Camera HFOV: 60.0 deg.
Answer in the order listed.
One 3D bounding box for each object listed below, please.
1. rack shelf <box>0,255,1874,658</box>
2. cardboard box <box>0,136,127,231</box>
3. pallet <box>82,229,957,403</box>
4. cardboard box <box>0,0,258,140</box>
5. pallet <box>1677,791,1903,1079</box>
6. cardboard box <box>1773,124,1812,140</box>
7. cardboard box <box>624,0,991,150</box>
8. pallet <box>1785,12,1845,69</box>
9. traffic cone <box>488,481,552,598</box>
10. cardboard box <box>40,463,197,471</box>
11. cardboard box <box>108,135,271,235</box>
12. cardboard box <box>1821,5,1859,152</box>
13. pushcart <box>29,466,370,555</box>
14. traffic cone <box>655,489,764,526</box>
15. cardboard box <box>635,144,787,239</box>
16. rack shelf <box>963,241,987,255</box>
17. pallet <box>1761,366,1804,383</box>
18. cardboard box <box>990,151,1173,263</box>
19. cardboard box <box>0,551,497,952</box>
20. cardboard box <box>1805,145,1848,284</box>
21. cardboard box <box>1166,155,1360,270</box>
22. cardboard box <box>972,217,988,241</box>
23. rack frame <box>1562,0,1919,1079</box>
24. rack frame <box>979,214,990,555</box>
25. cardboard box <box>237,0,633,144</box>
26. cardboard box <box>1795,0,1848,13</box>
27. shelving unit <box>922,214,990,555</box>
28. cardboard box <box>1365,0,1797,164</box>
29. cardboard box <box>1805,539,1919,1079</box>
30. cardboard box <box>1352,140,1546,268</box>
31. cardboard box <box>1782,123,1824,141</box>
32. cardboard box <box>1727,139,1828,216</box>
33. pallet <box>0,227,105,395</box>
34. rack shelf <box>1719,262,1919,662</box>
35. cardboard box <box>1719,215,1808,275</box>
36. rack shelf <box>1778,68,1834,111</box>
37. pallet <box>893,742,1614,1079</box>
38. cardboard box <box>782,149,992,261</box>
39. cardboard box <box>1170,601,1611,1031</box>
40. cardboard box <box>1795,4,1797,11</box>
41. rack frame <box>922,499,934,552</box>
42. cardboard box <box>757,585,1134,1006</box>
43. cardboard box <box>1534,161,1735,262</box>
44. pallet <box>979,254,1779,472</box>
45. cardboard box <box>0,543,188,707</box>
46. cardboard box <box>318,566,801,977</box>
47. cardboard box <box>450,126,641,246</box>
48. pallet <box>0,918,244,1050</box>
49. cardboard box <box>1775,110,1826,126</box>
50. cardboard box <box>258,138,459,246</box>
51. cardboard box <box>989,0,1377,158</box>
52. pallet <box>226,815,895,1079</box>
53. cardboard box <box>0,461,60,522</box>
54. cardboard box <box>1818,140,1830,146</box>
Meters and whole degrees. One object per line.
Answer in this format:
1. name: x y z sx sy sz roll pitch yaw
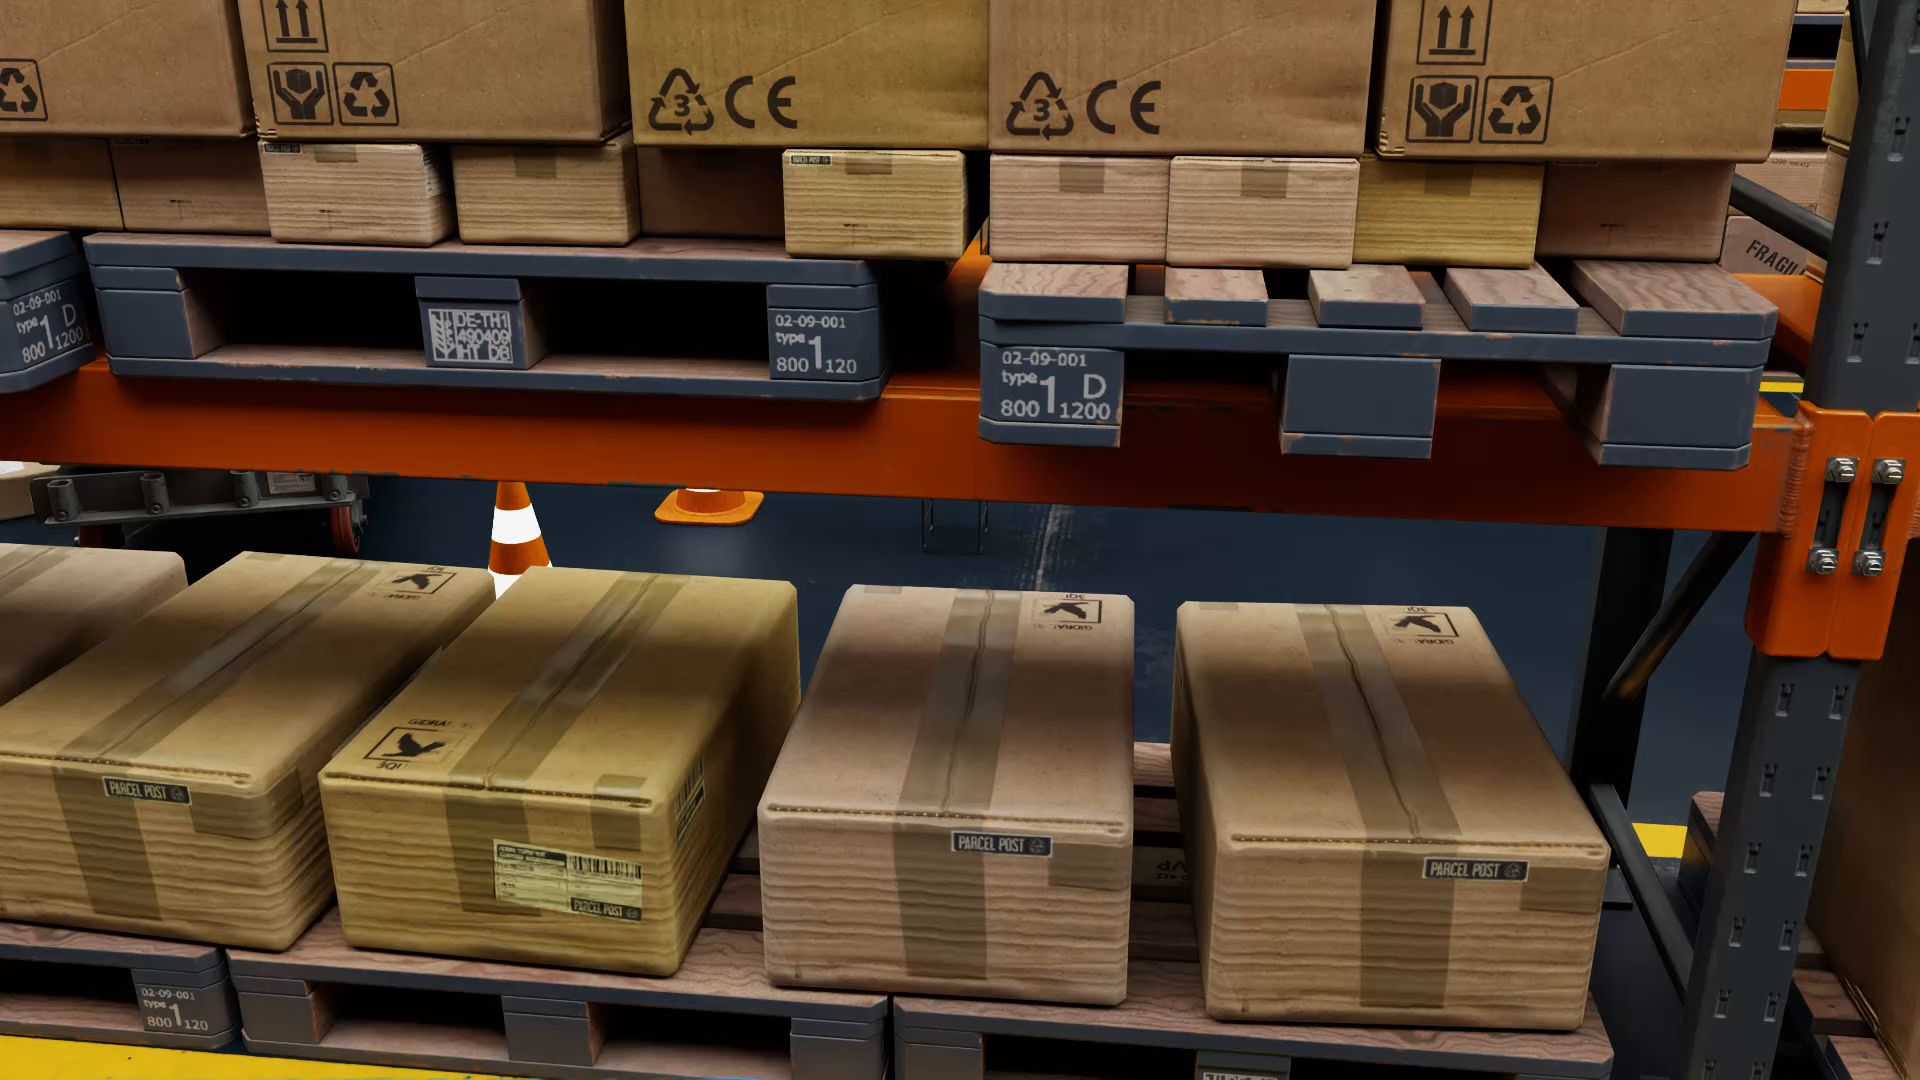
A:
1. rack shelf: -0.675 -0.274 3.031 4.000 0.370 1.077 2 22 6
2. cardboard box: -1.362 -0.609 2.672 0.250 0.149 0.380 3 22 7
3. pallet: -0.660 -0.503 2.894 1.213 0.211 1.003 2 22 6
4. cardboard box: -1.242 -0.902 2.530 0.500 0.500 0.500 2 22 6
5. pallet: 2.085 0.836 3.037 1.213 0.211 1.003 2 22 6
6. cardboard box: 3.509 -1.736 7.559 0.500 0.250 0.500 3 22 8
7. cardboard box: -0.189 -0.860 2.423 0.500 0.500 0.500 1 22 3
8. pallet: 3.764 -2.174 7.119 1.213 0.211 1.003 2 22 6
9. traffic cone: -1.265 0.027 4.741 0.334 0.463 0.336 2 22 6
10. cardboard box: -2.481 -0.536 5.085 0.500 0.500 0.500 2 22 6
11. cardboard box: -1.116 -0.598 2.643 0.250 0.149 0.380 3 22 7
12. cardboard box: 1.822 -0.756 2.797 0.500 0.250 0.500 2 22 6
13. pushcart: -2.442 -0.310 5.711 0.936 0.377 1.648 -5 22 -12
14. traffic cone: -0.859 -0.325 5.633 0.334 0.463 0.336 2 22 6
15. cardboard box: -0.331 -0.586 2.612 0.250 0.149 0.380 3 22 7
16. rack shelf: -0.014 -0.852 5.105 0.180 0.103 0.258 2 22 6
17. pallet: 3.777 -0.949 7.553 1.213 0.211 1.003 2 22 6
18. cardboard box: 0.179 -0.522 2.451 0.250 0.149 0.380 1 22 4
19. cardboard box: -1.426 0.383 3.393 0.625 0.372 0.950 4 22 10
20. cardboard box: 1.844 -0.525 2.892 0.500 0.250 0.500 2 22 4
21. cardboard box: 0.428 -0.508 2.416 0.250 0.149 0.380 2 22 6
22. cardboard box: 0.331 -1.578 7.841 0.750 0.750 1.050 3 22 7
23. rack frame: 1.311 -0.522 2.680 0.127 3.000 1.000 2 22 6
24. rack frame: 0.076 -0.555 5.211 0.006 1.200 0.240 2 22 6
25. cardboard box: -0.731 -0.884 2.484 0.500 0.500 0.500 2 22 4
26. cardboard box: 3.531 -2.262 6.853 0.250 0.149 0.380 3 22 7
27. shelving unit: -0.014 -0.559 5.221 0.189 1.200 0.258 2 22 6
28. cardboard box: 0.827 -0.820 2.323 0.500 0.500 0.500 2 22 5
29. cardboard box: 1.987 0.331 2.841 0.875 0.875 0.875 2 22 6
30. cardboard box: 0.683 -0.514 2.430 0.250 0.149 0.380 3 22 7
31. cardboard box: 4.028 -1.716 7.510 0.500 0.250 0.500 3 22 8
32. cardboard box: 3.443 -1.549 7.087 0.500 0.250 0.500 3 22 7
33. pallet: -1.919 -0.520 2.935 1.213 0.211 1.003 2 22 6
34. rack shelf: 3.297 -0.101 2.594 4.000 0.370 1.077 2 22 6
35. cardboard box: 3.476 -1.202 7.228 0.500 0.500 0.500 2 22 5
36. rack shelf: 3.779 -1.912 7.176 4.000 0.370 1.077 2 22 6
37. pallet: 0.535 0.740 3.280 1.213 0.211 1.003 2 22 6
38. cardboard box: -0.096 -0.529 2.469 0.250 0.149 0.380 3 22 7
39. cardboard box: 0.751 0.477 3.157 0.625 0.372 0.950 1 22 3
40. cardboard box: 3.281 -2.274 6.883 0.250 0.149 0.380 3 22 8
41. rack frame: -0.105 -0.563 5.231 0.006 1.200 0.240 2 22 6
42. cardboard box: 0.017 0.448 3.230 0.625 0.372 0.950 2 22 5
43. cardboard box: 0.958 -0.529 2.468 0.250 0.149 0.380 3 22 8
44. pallet: 0.591 -0.425 2.695 1.003 0.211 1.213 2 22 6
45. cardboard box: -2.140 0.354 3.469 0.625 0.372 0.950 3 22 7
46. cardboard box: -0.735 0.413 3.319 0.625 0.372 0.950 3 22 8
47. cardboard box: -0.590 -0.567 2.564 0.250 0.149 0.380 2 22 5
48. pallet: -1.888 0.635 3.547 1.213 0.211 1.003 2 22 6
49. cardboard box: 5.812 -3.195 11.759 0.875 0.875 1.225 3 22 6
50. cardboard box: -0.858 -0.568 2.566 0.250 0.149 0.380 3 22 8
51. cardboard box: 0.312 -0.839 2.369 0.500 0.500 0.500 2 22 5
52. pallet: -0.673 0.687 3.416 1.213 0.211 1.003 2 22 6
53. cardboard box: -3.218 -0.242 5.692 0.396 0.266 0.258 -14 25 -31
54. cardboard box: 3.961 -1.527 7.031 0.500 0.250 0.500 2 22 4
